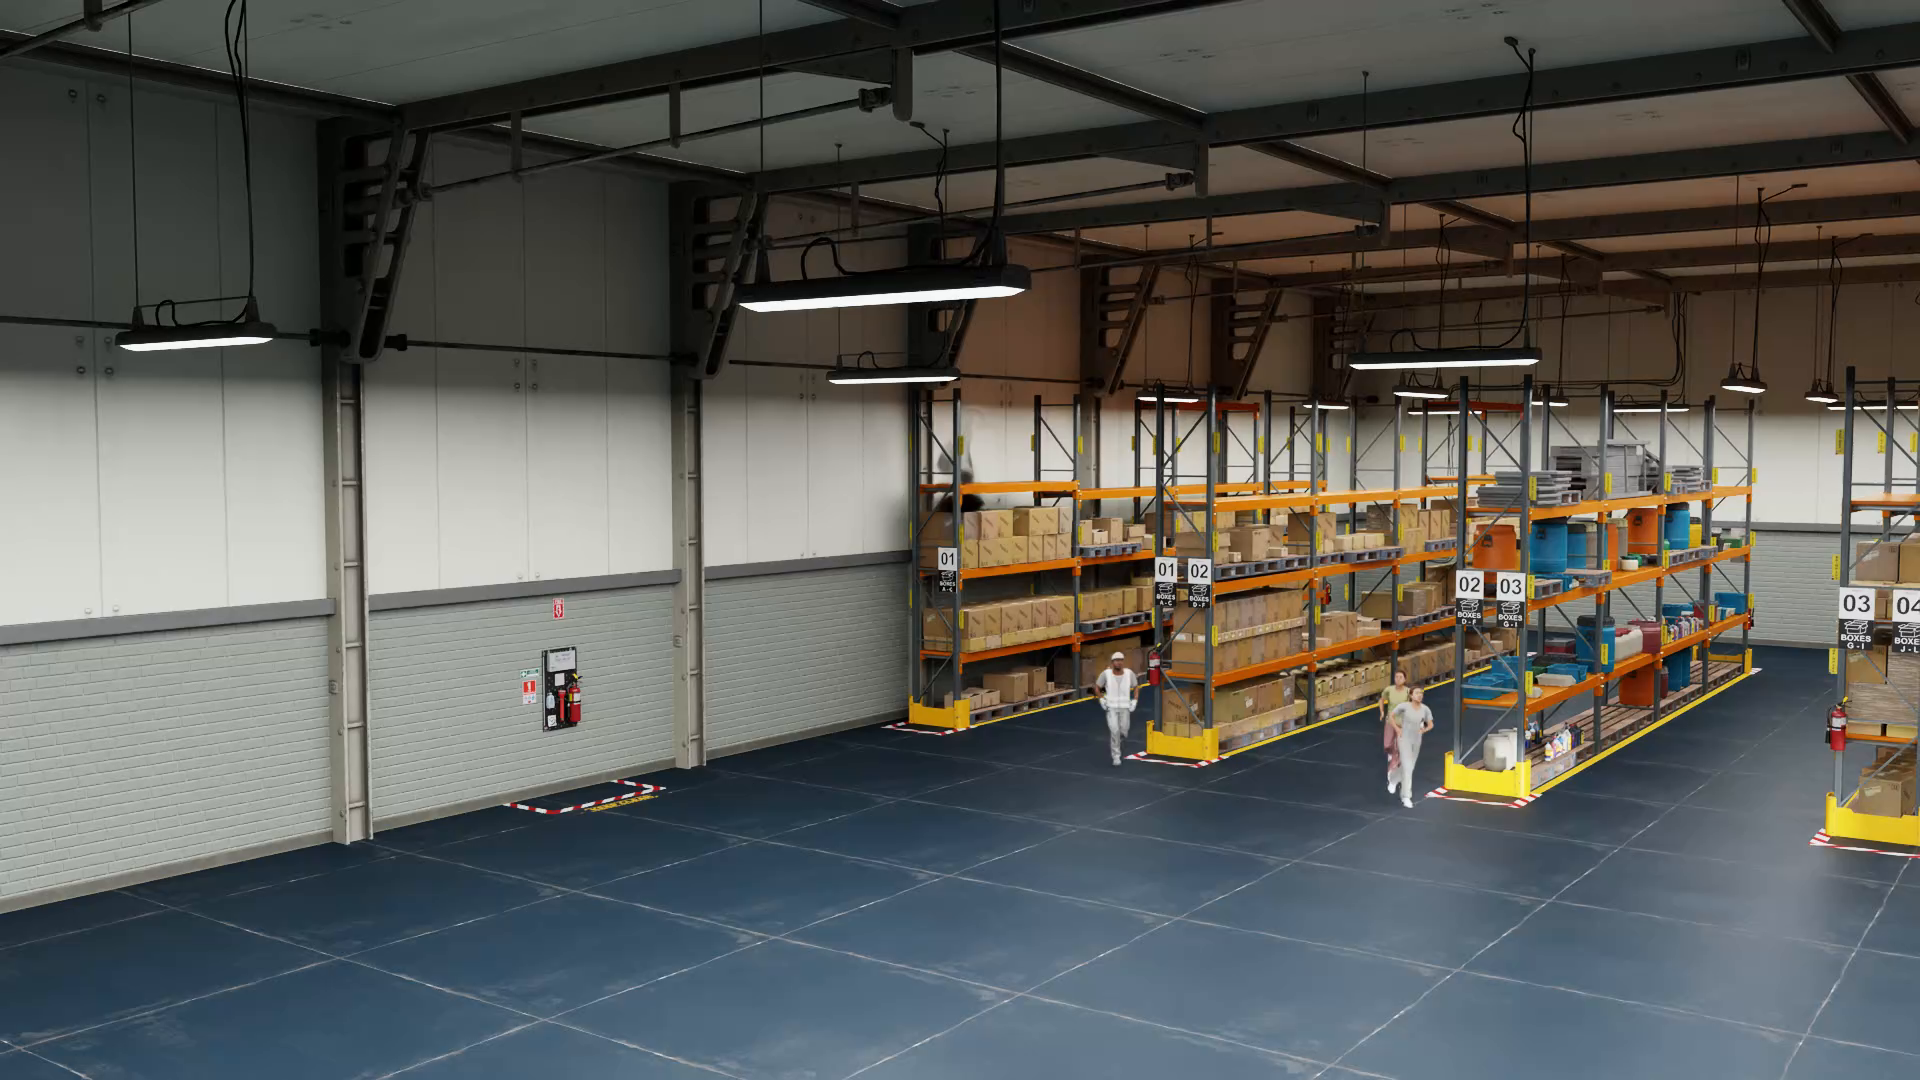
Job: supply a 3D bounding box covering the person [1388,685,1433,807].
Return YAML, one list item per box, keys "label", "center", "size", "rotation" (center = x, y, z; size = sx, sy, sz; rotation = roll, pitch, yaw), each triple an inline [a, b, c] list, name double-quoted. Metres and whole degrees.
- label: "person"
  center: [6.351, 2.862, 23.417]
  size: [0.601, 1.661, 0.865]
  rotation: [0, 3, -6]

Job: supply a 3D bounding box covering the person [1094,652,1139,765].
- label: "person"
  center: [2.482, 2.638, 26.318]
  size: [0.713, 1.752, 0.740]
  rotation: [0, 3, -6]

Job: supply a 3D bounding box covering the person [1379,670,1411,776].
- label: "person"
  center: [6.662, 2.774, 25.266]
  size: [0.595, 1.590, 0.570]
  rotation: [1, 3, 18]
